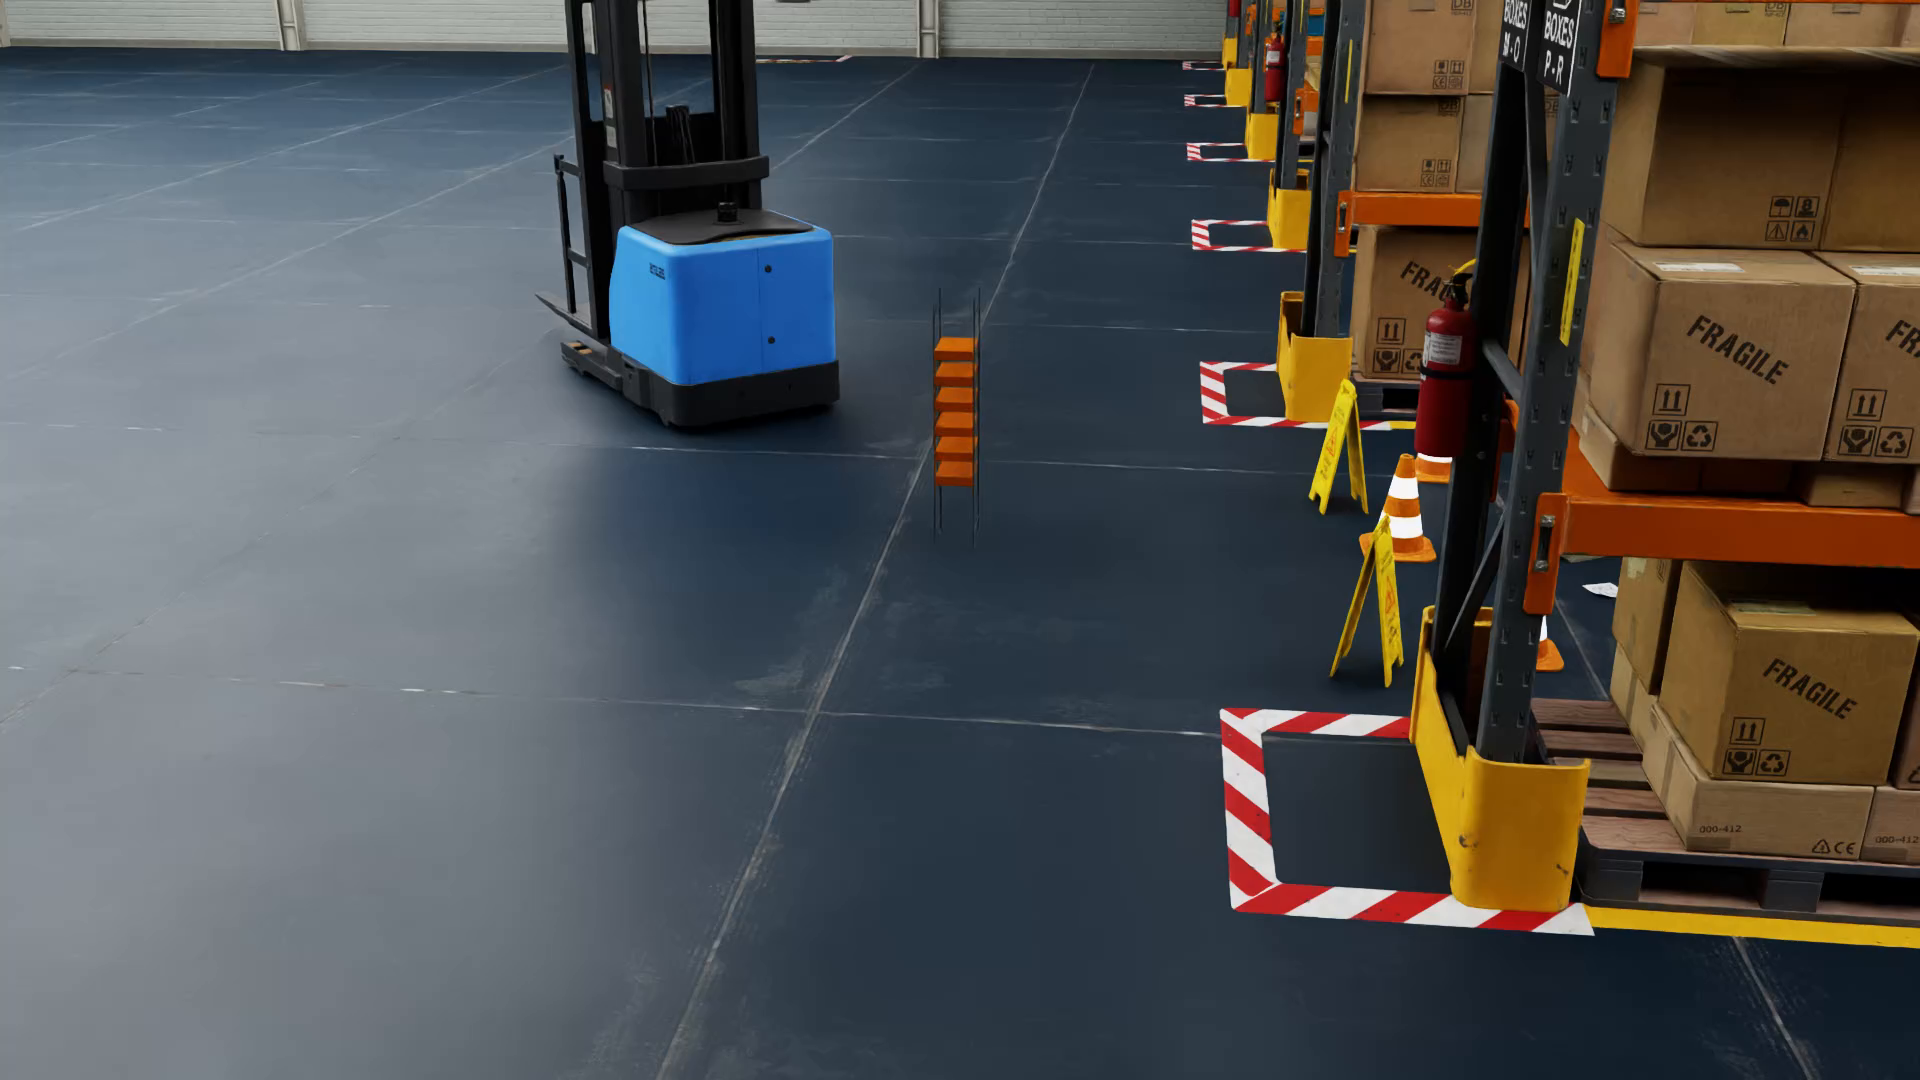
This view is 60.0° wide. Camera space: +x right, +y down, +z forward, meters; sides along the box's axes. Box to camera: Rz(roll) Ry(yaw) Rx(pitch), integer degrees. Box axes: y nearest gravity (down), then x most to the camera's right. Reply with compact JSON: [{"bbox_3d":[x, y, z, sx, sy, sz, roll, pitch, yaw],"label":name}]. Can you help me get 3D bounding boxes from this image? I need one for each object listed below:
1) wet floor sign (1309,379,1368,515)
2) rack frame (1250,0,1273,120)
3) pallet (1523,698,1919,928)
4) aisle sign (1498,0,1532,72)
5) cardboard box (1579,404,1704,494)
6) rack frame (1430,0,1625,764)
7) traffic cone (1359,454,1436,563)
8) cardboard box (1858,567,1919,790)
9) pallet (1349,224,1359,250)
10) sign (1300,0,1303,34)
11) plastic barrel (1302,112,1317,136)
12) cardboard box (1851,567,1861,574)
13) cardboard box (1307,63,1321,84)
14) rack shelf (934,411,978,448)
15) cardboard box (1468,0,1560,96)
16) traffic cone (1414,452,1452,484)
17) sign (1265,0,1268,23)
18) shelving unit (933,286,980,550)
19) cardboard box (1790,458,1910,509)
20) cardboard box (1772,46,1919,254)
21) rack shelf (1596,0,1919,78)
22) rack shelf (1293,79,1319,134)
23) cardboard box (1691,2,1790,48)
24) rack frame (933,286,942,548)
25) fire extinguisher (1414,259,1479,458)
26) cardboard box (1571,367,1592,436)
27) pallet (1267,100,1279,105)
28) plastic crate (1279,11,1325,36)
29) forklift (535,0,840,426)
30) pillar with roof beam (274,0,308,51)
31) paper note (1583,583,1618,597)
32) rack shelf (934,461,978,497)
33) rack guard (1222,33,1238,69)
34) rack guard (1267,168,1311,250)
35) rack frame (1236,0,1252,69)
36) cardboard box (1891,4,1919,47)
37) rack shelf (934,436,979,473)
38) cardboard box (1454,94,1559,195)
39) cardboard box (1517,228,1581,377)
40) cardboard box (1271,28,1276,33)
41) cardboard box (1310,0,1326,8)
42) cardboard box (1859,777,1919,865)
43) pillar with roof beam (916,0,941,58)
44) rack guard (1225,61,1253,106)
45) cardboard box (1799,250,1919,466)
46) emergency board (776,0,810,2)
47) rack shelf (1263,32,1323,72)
[{"bbox_3d":[1.907,-0.475,8.264,0.232,0.644,0.267,-1,22,-3],"label":"wet floor sign"},{"bbox_3d":[3.435,-5.906,18.800,0.127,3.000,1.000,2,22,6],"label":"rack frame"},{"bbox_3d":[2.564,0.868,5.457,1.213,0.211,1.003,2,22,6],"label":"pallet"},{"bbox_3d":[1.659,-1.797,4.871,0.004,0.787,0.394,2,22,6],"label":"aisle sign"},{"bbox_3d":[1.999,-0.273,4.892,0.250,0.149,0.380,3,22,7],"label":"cardboard box"},{"bbox_3d":[1.686,-0.480,5.074,0.127,3.000,1.000,2,22,6],"label":"rack frame"},{"bbox_3d":[2.058,-0.173,7.747,0.334,0.463,0.336,2,22,6],"label":"traffic cone"},{"bbox_3d":[2.998,0.412,4.965,0.500,0.500,0.500,2,22,4],"label":"cardboard box"},{"bbox_3d":[3.731,-2.750,14.609,1.213,0.211,1.003,2,22,6],"label":"pallet"},{"bbox_3d":[2.789,-4.303,13.566,0.005,0.325,0.100,2,22,6],"label":"sign"},{"bbox_3d":[4.098,-4.944,19.179,0.421,0.512,0.421,0,22,0],"label":"plastic barrel"},{"bbox_3d":[3.031,0.216,5.464,0.500,0.500,0.500,3,22,8],"label":"cardboard box"},{"bbox_3d":[3.160,-4.044,14.431,0.250,0.149,0.380,2,22,6],"label":"cardboard box"},{"bbox_3d":[-0.014,-0.517,7.737,0.180,0.103,0.258,2,22,6],"label":"rack shelf"},{"bbox_3d":[3.089,-2.843,9.379,0.550,0.550,0.875,2,22,6],"label":"cardboard box"},{"bbox_3d":[2.529,-0.570,8.753,0.334,0.463,0.336,2,22,6],"label":"traffic cone"},{"bbox_3d":[3.366,-5.835,18.241,0.005,0.325,0.100,2,22,6],"label":"sign"},{"bbox_3d":[-0.014,-0.559,7.721,0.189,1.200,0.258,2,22,6],"label":"shelving unit"},{"bbox_3d":[2.506,-0.226,4.773,0.250,0.149,0.380,2,22,5],"label":"cardboard box"},{"bbox_3d":[2.721,-1.163,4.900,0.500,0.500,0.700,3,22,7],"label":"cardboard box"},{"bbox_3d":[3.672,-1.454,4.436,4.000,0.370,1.077,2,22,6],"label":"rack shelf"},{"bbox_3d":[4.839,-3.677,14.139,4.000,0.370,1.077,2,22,6],"label":"rack shelf"},{"bbox_3d":[4.171,-2.794,9.254,0.500,0.550,0.875,2,22,6],"label":"cardboard box"},{"bbox_3d":[-0.105,-0.563,7.731,0.006,1.200,0.240,2,22,6],"label":"rack frame"},{"bbox_3d":[1.627,-0.617,5.526,0.183,0.674,0.296,2,22,6],"label":"fire extinguisher"},{"bbox_3d":[2.083,-0.425,5.277,0.250,0.149,0.380,3,22,8],"label":"cardboard box"},{"bbox_3d":[4.786,-6.400,23.842,1.213,0.211,1.003,2,22,6],"label":"pallet"},{"bbox_3d":[3.968,-5.925,19.049,0.616,0.251,0.499,2,22,6],"label":"plastic crate"},{"bbox_3d":[-1.919,-2.496,10.267,1.130,2.935,3.031,-13,25,-29],"label":"forklift"},{"bbox_3d":[-12.983,-11.806,25.563,0.400,9.000,9.100,2,22,6],"label":"pillar with roof beam"},{"bbox_3d":[2.859,0.215,7.355,0.142,0.019,0.148,-5,22,-12],"label":"paper note"},{"bbox_3d":[-0.014,-0.294,7.825,0.180,0.103,0.258,2,22,6],"label":"rack shelf"},{"bbox_3d":[4.677,-8.358,28.400,0.348,0.500,1.175,2,22,6],"label":"rack guard"},{"bbox_3d":[2.928,-2.932,14.677,0.348,0.500,1.175,2,22,6],"label":"rack guard"},{"bbox_3d":[4.022,-7.715,23.374,0.127,3.000,1.000,2,22,6],"label":"rack frame"},{"bbox_3d":[5.218,-2.700,9.017,0.550,0.550,0.875,2,22,6],"label":"cardboard box"},{"bbox_3d":[-0.014,-0.406,7.781,0.180,0.103,0.258,2,22,6],"label":"rack shelf"},{"bbox_3d":[3.091,-2.346,9.590,0.550,0.550,0.875,2,22,6],"label":"cardboard box"},{"bbox_3d":[3.724,-1.456,9.862,0.875,0.875,0.875,2,22,5],"label":"cardboard box"},{"bbox_3d":[4.590,-7.066,23.880,0.500,0.500,0.500,2,22,6],"label":"cardboard box"},{"bbox_3d":[5.006,-7.715,23.240,0.500,0.500,0.700,3,22,8],"label":"cardboard box"},{"bbox_3d":[2.961,0.764,5.096,0.500,0.250,0.500,3,22,8],"label":"cardboard box"},{"bbox_3d":[-1.067,-11.287,24.249,0.400,9.000,9.100,2,22,6],"label":"pillar with roof beam"},{"bbox_3d":[3.998,-6.553,23.836,0.348,0.500,1.175,2,22,6],"label":"rack guard"},{"bbox_3d":[2.639,-0.522,4.639,0.500,0.500,0.500,3,22,8],"label":"cardboard box"},{"bbox_3d":[-3.016,-10.197,29.651,0.626,1.169,0.157,2,22,6],"label":"emergency board"},{"bbox_3d":[5.422,-5.485,18.713,4.000,0.370,1.077,2,22,6],"label":"rack shelf"}]
